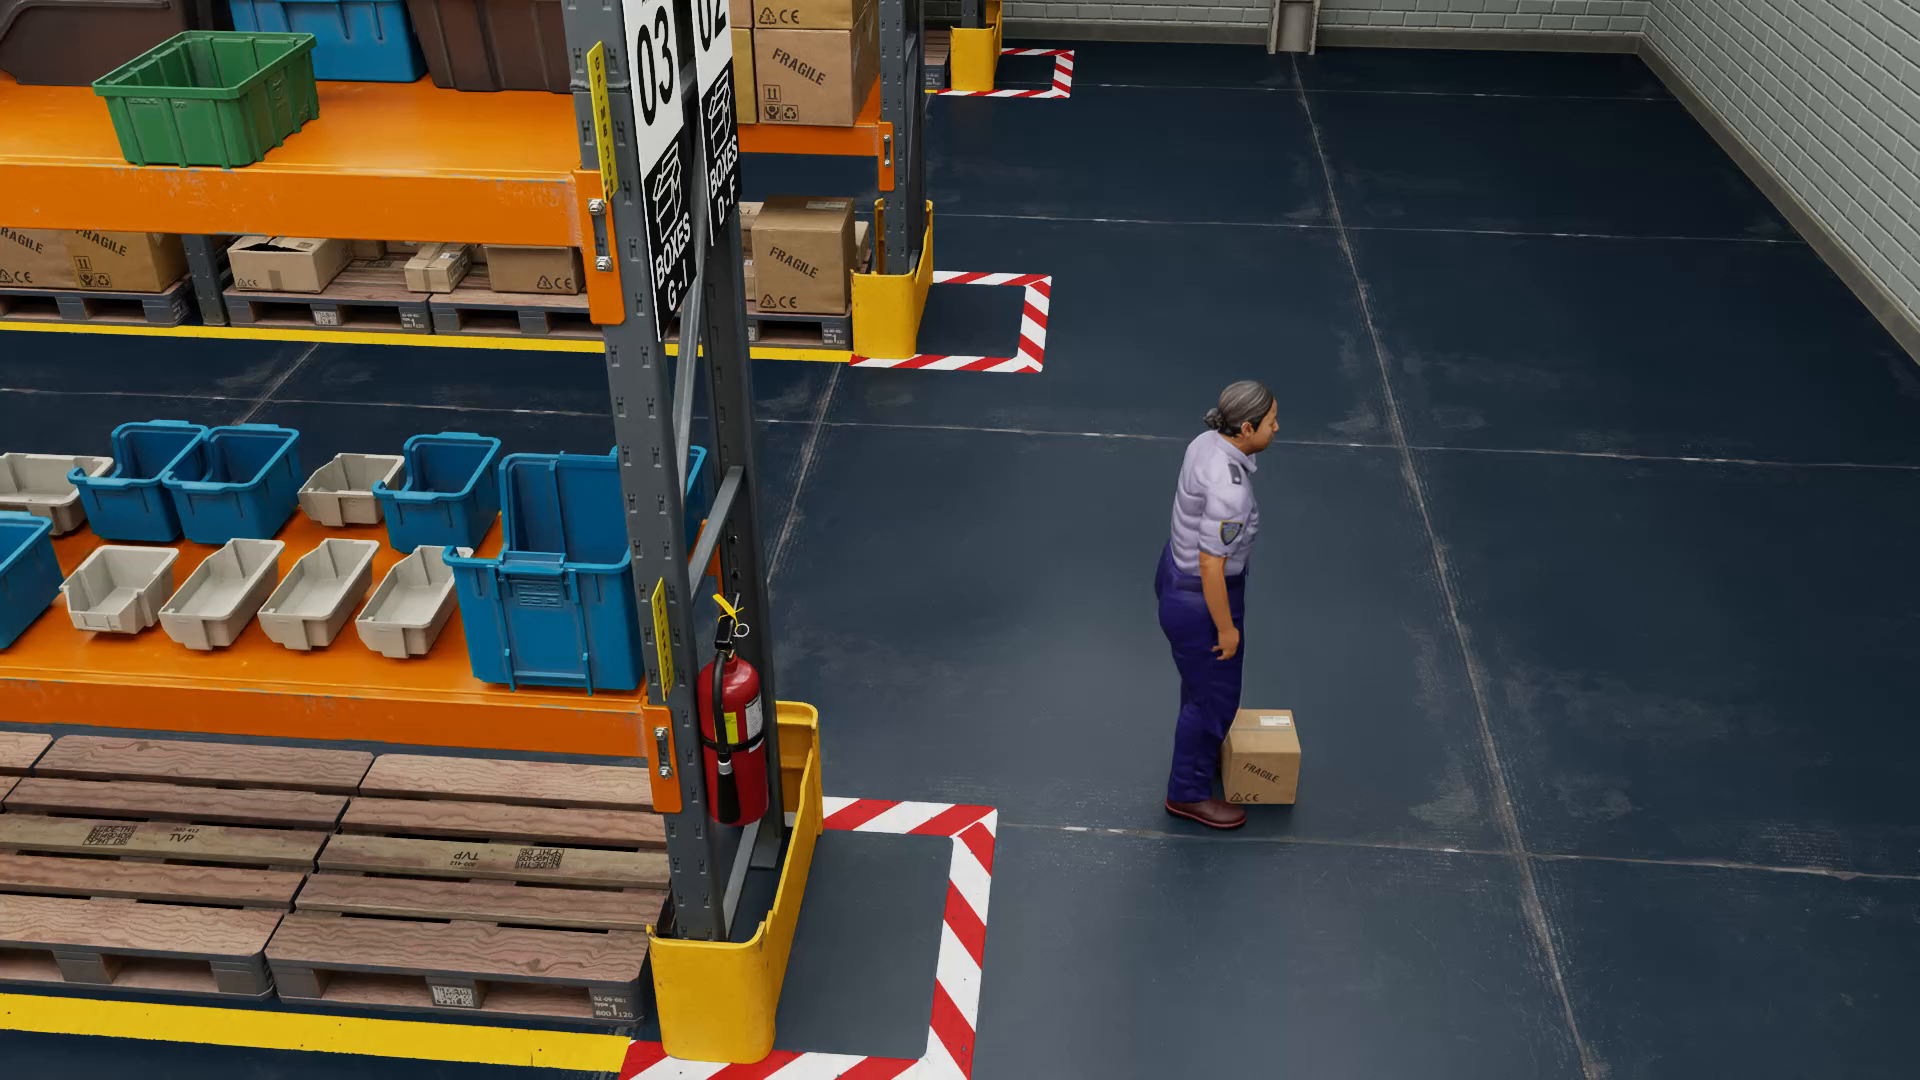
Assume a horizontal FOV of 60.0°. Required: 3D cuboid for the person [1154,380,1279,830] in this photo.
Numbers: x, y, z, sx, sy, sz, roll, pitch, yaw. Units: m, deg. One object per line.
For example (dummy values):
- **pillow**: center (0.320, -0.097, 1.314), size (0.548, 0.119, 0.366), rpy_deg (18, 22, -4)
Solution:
- **person**: center (0.902, 0.204, 5.820), size (0.427, 1.651, 0.562), rpy_deg (1, 32, 1)
